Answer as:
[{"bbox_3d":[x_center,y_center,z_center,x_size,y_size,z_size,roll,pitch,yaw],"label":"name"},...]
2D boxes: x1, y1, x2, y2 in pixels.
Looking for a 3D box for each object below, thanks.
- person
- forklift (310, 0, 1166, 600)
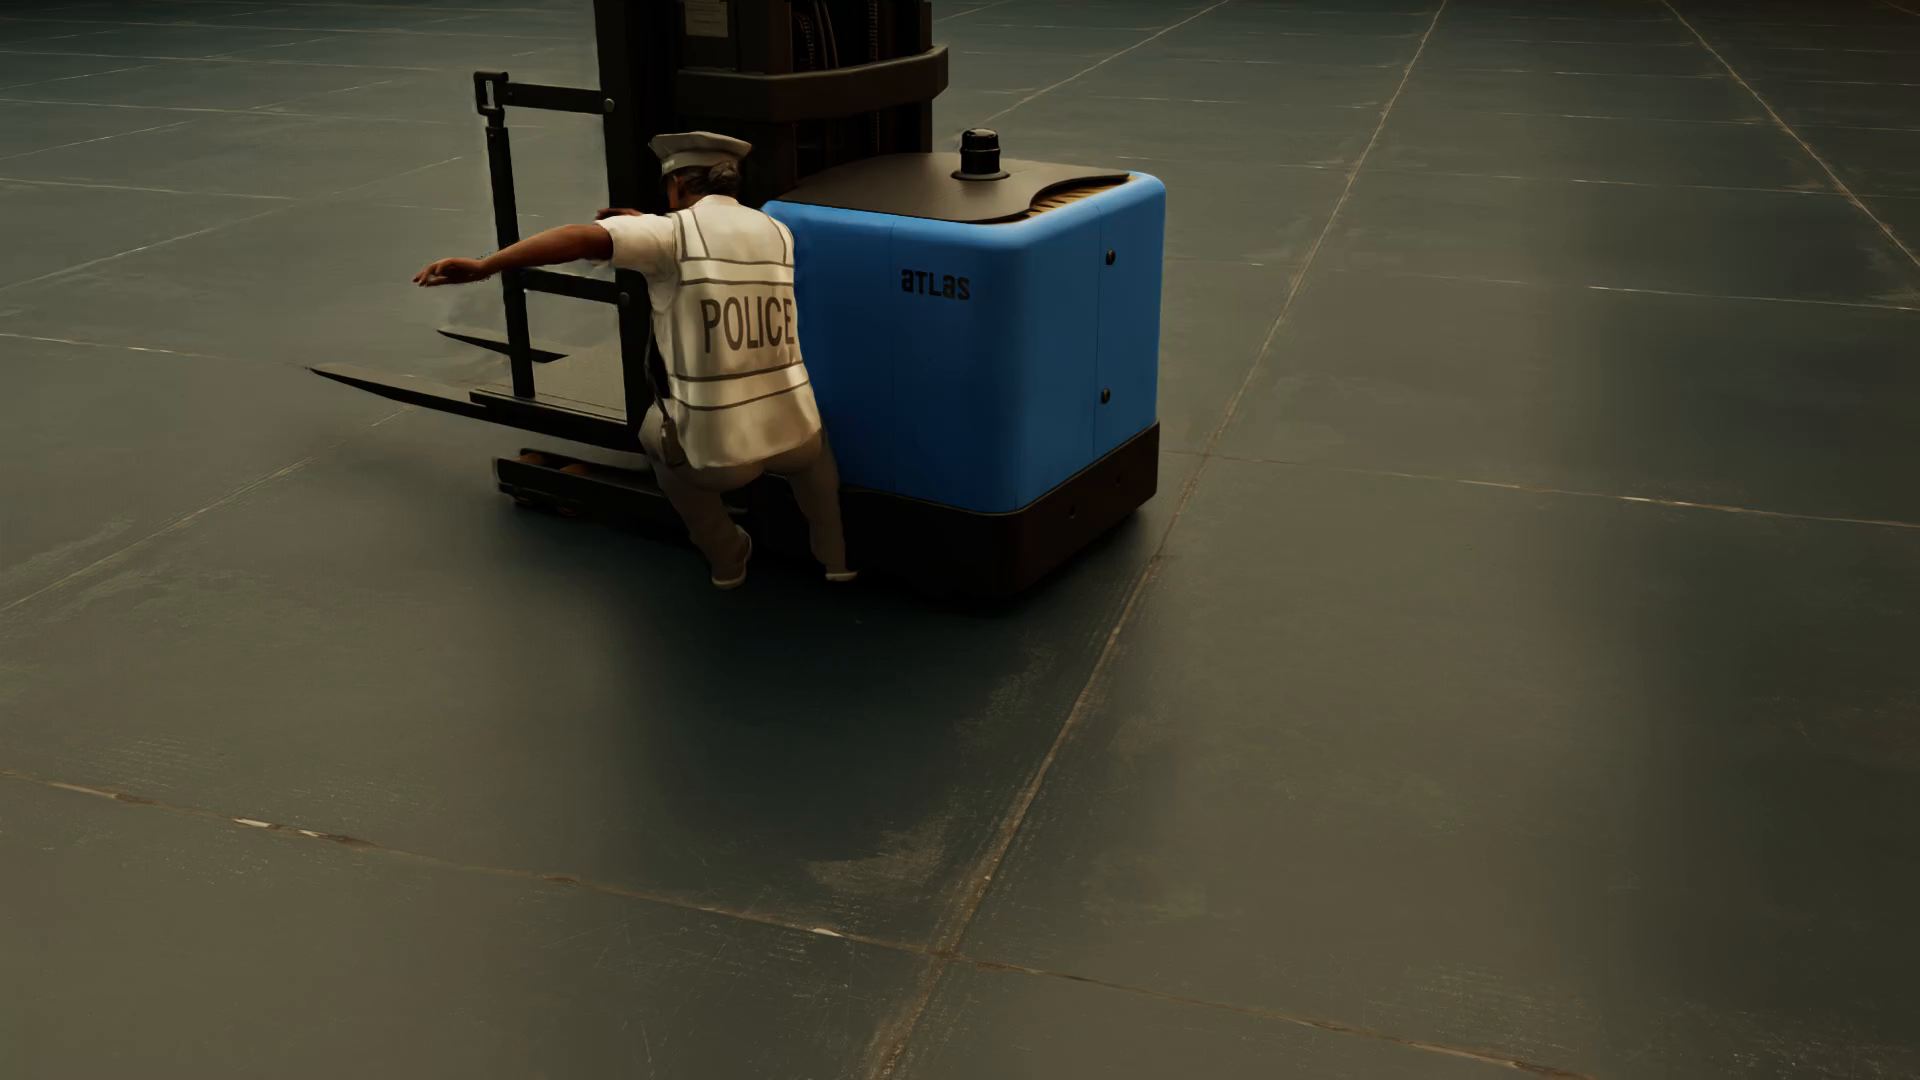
[{"bbox_3d":[-0.741,-0.340,4.240,1.322,1.356,0.691,-14,26,-30],"label":"person"},{"bbox_3d":[-0.900,-1.588,5.125,3.031,2.935,1.130,13,26,28],"label":"forklift"}]
